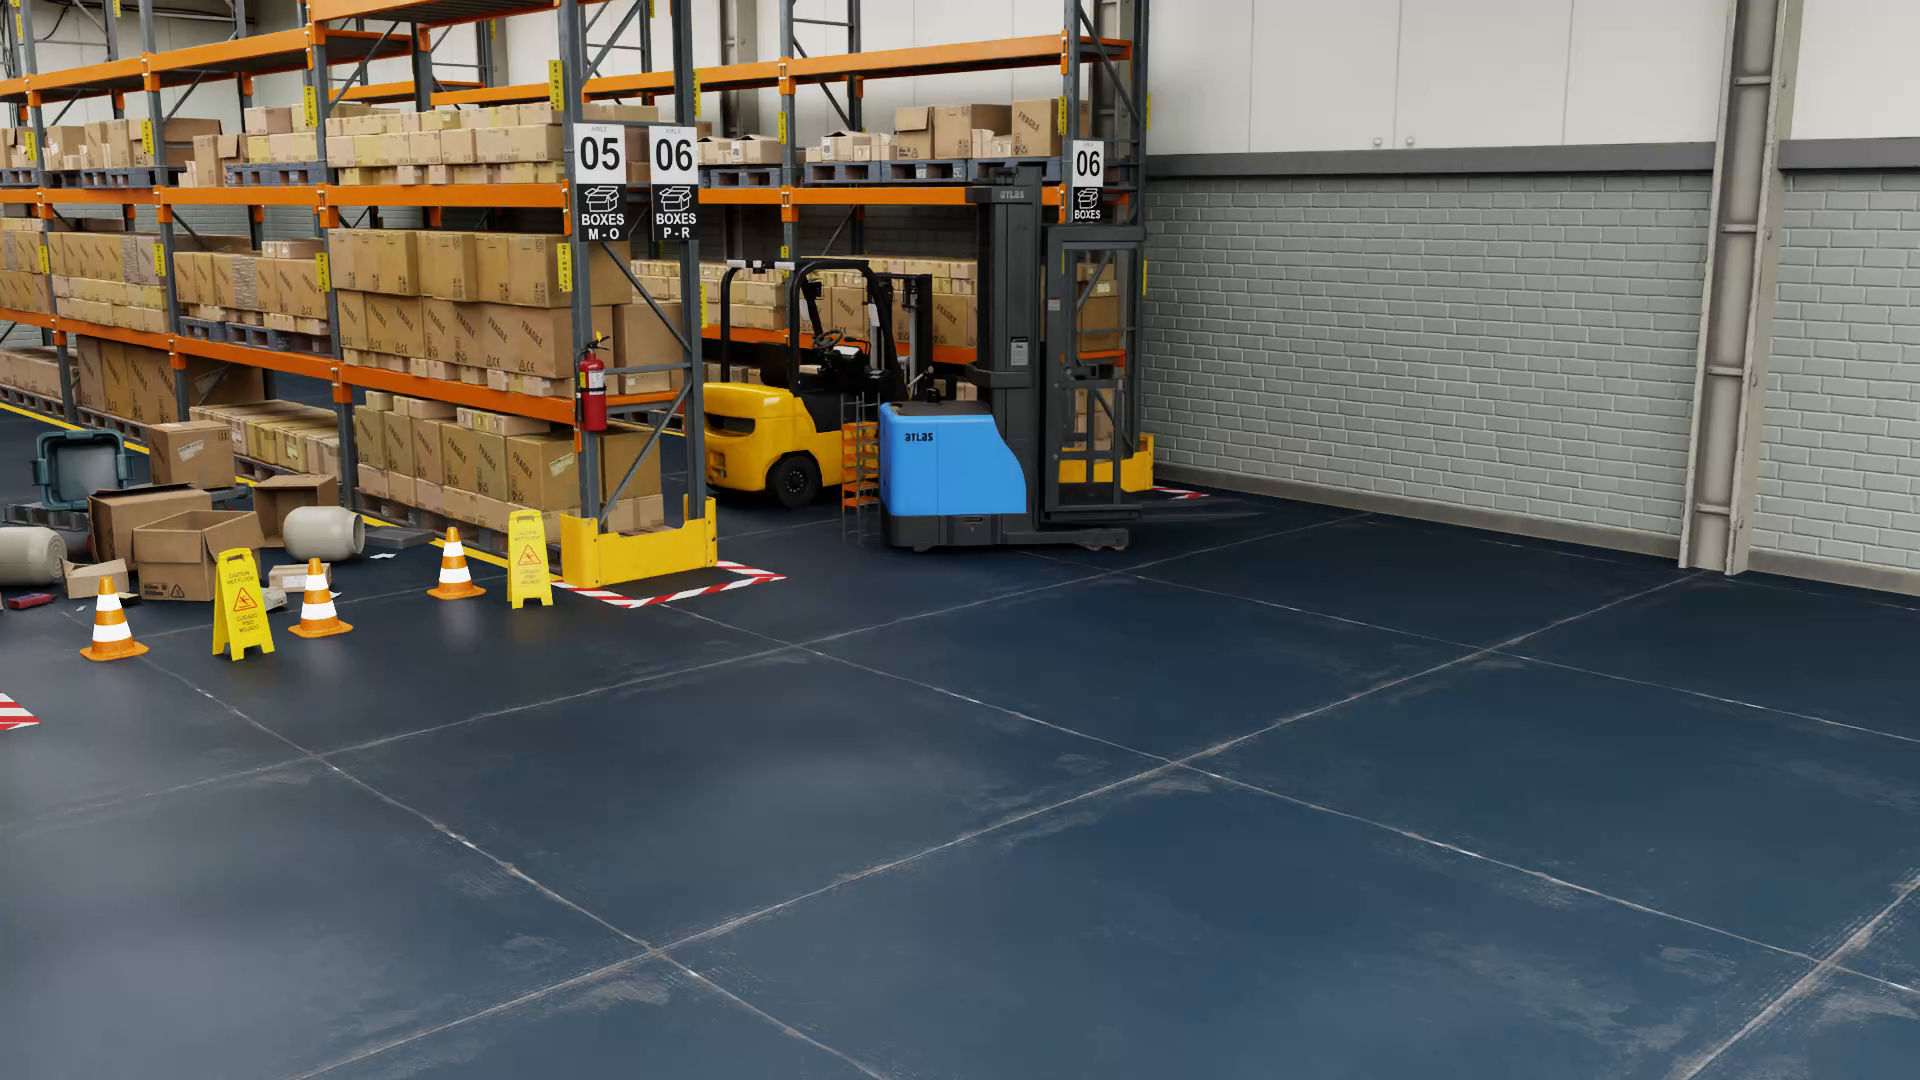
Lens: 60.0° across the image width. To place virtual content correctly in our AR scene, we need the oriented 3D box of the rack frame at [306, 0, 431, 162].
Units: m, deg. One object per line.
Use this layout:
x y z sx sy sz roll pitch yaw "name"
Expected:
-5.050 -4.739 14.111 1.000 3.000 0.127 -11 16 -43 "rack frame"

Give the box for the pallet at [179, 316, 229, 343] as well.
-7.243 -2.201 17.136 1.213 0.211 1.003 -11 16 -43 "pallet"

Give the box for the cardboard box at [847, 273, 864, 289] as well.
-0.936 -2.658 17.024 0.380 0.149 0.250 -10 16 -41 "cardboard box"

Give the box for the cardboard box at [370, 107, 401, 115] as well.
-5.515 -3.859 15.367 0.500 0.250 0.500 -11 16 -44 "cardboard box"

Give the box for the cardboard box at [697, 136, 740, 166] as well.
-2.669 -4.356 18.622 0.500 0.311 0.500 11 16 43 "cardboard box"

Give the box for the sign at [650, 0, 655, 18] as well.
-3.826 -6.628 20.572 0.100 0.325 0.005 -11 16 -43 "sign"

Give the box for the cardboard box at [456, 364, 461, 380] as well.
-3.742 -1.344 13.124 0.380 0.149 0.250 -11 16 -43 "cardboard box"

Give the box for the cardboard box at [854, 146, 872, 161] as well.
-0.842 -3.873 16.679 0.380 0.149 0.250 -10 15 -41 "cardboard box"

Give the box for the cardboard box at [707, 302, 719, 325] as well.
-2.672 -2.606 18.996 0.500 0.250 0.500 -11 16 -42 "cardboard box"

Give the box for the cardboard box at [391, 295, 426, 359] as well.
-4.247 -1.747 13.472 0.500 0.500 0.500 -11 16 -43 "cardboard box"

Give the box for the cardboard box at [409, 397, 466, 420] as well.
-4.251 -1.080 13.529 0.380 0.149 0.250 -10 15 -39 "cardboard box"

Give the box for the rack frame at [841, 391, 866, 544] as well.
-0.847 -0.577 13.237 0.240 1.200 0.006 -11 16 -43 "rack frame"

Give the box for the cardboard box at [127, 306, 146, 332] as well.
-8.713 -2.421 18.099 0.500 0.250 0.500 -11 16 -42 "cardboard box"

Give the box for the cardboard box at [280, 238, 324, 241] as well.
-6.478 -2.903 16.434 0.250 0.149 0.380 11 16 42 "cardboard box"

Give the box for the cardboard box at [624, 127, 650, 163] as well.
-2.442 -2.868 12.102 0.500 0.250 0.500 -11 16 -44 "cardboard box"

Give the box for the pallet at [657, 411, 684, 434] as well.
-2.846 -1.407 19.718 1.003 0.211 1.213 -11 16 -43 "pallet"

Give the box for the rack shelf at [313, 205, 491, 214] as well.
-8.368 -5.069 24.930 1.077 0.370 4.000 -11 16 -43 "rack shelf"

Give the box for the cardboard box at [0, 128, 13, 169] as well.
-12.053 -5.009 21.322 0.500 0.500 0.500 -11 16 -42 "cardboard box"

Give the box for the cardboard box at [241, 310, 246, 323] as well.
-6.775 -2.198 16.228 0.380 0.149 0.250 -10 15 -40 "cardboard box"

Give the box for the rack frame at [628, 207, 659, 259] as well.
-4.225 -3.076 20.910 1.000 3.000 0.127 -11 16 -43 "rack frame"

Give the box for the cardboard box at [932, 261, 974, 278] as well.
-0.054 -2.616 16.085 0.380 0.149 0.250 -10 16 -41 "cardboard box"

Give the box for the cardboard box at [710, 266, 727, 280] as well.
-2.594 -3.023 18.797 0.250 0.149 0.380 11 16 44 "cardboard box"

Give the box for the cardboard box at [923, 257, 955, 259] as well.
-0.162 -2.809 17.020 0.380 0.149 0.250 -11 16 -43 "cardboard box"

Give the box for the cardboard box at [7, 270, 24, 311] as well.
-11.797 -3.195 21.236 0.500 0.500 0.500 -11 16 -43 "cardboard box"

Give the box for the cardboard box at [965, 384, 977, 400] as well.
0.399 -1.355 15.850 0.500 0.250 0.500 -11 16 -42 "cardboard box"

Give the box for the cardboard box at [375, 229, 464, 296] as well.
-4.239 -2.236 13.366 0.700 0.500 0.500 -11 16 -44 "cardboard box"

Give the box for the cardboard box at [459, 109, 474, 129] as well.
-3.538 -3.162 12.538 0.250 0.149 0.380 11 16 44 "cardboard box"

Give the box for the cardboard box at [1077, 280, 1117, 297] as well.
1.253 -2.361 15.583 0.250 0.149 0.380 11 16 44 "cardboard box"

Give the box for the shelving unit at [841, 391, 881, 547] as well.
-0.783 -0.563 13.173 0.258 1.200 0.189 -11 16 -43 "shelving unit"

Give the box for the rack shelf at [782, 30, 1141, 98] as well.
-0.081 -4.591 16.167 1.077 0.370 4.000 -11 16 -43 "rack shelf"

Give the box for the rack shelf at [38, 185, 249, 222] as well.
-9.193 -3.793 18.736 1.077 0.370 4.000 -11 16 -43 "rack shelf"

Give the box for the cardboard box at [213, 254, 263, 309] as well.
-6.932 -2.535 16.256 0.500 0.500 0.500 -11 16 -42 "cardboard box"

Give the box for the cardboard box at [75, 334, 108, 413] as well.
-10.089 -2.054 20.170 0.875 0.875 0.875 -10 15 -41 "cardboard box"

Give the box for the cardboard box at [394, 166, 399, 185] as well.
-4.300 -2.917 13.327 0.250 0.149 0.380 11 16 43 "cardboard box"

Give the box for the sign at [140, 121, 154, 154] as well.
-8.219 -4.069 16.817 0.100 0.325 0.005 -11 16 -43 "sign"

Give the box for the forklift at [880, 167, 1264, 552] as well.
0.892 -1.455 13.211 3.031 2.935 1.130 -2 12 -8 "forklift"

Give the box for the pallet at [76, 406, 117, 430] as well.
-9.987 -1.500 20.169 1.003 0.211 1.213 -11 16 -43 "pallet"

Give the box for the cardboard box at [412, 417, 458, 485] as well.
-4.103 -0.750 13.535 0.500 0.500 0.500 -10 15 -40 "cardboard box"

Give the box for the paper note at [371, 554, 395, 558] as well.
-4.428 0.117 12.768 0.148 0.019 0.142 6 13 26 "paper note"

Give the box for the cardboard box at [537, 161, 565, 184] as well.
-2.736 -2.576 11.669 0.380 0.149 0.250 -11 16 -42 "cardboard box"

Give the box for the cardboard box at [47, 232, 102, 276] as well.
-10.479 -3.402 19.766 0.500 0.500 0.500 -11 16 -42 "cardboard box"

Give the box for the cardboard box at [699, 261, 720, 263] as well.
-3.113 -3.280 20.042 0.380 0.149 0.250 -11 16 -43 "cardboard box"

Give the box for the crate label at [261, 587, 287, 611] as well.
-4.673 0.401 11.127 0.298 0.136 0.250 3 12 16 "crate label"

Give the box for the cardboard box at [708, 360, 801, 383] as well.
-2.361 -1.724 19.190 0.875 0.625 0.625 -11 16 -43 "cardboard box"

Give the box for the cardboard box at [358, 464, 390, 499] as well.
-4.838 -0.536 14.351 0.500 0.250 0.500 11 16 43 "cardboard box"

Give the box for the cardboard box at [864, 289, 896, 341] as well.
-0.623 -2.293 16.860 0.500 0.500 0.500 -11 16 -43 "cardboard box"

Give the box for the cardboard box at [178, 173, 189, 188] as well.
-7.718 -3.661 16.934 0.380 0.149 0.250 -11 16 -43 "cardboard box"

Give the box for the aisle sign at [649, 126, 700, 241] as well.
-2.021 -2.524 11.786 0.394 0.787 0.004 -11 16 -43 "aisle sign"

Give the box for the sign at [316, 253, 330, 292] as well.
-5.449 -2.290 14.222 0.100 0.325 0.005 -11 16 -43 "sign"
